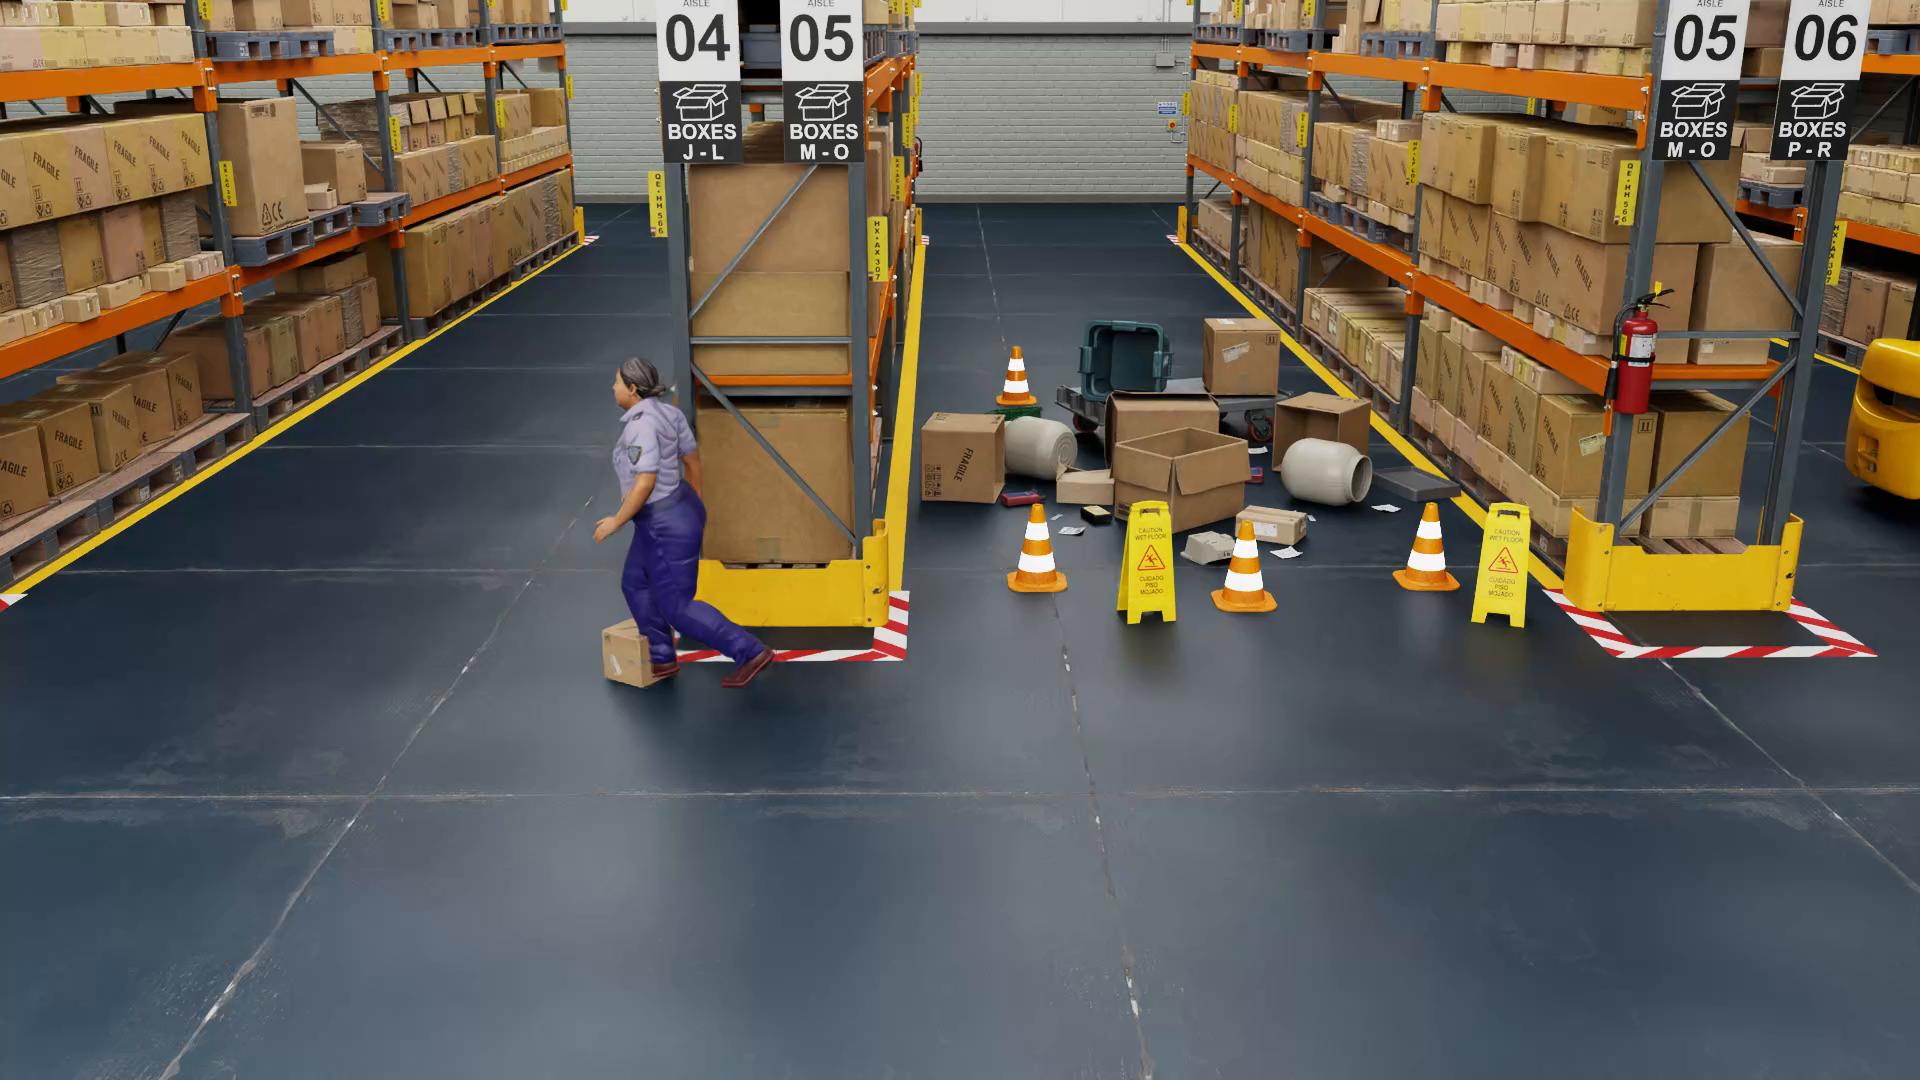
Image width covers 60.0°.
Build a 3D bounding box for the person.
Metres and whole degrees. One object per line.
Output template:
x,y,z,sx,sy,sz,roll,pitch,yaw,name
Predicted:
-1.279,-0.052,7.796,0.814,1.627,0.580,0,17,1,person
